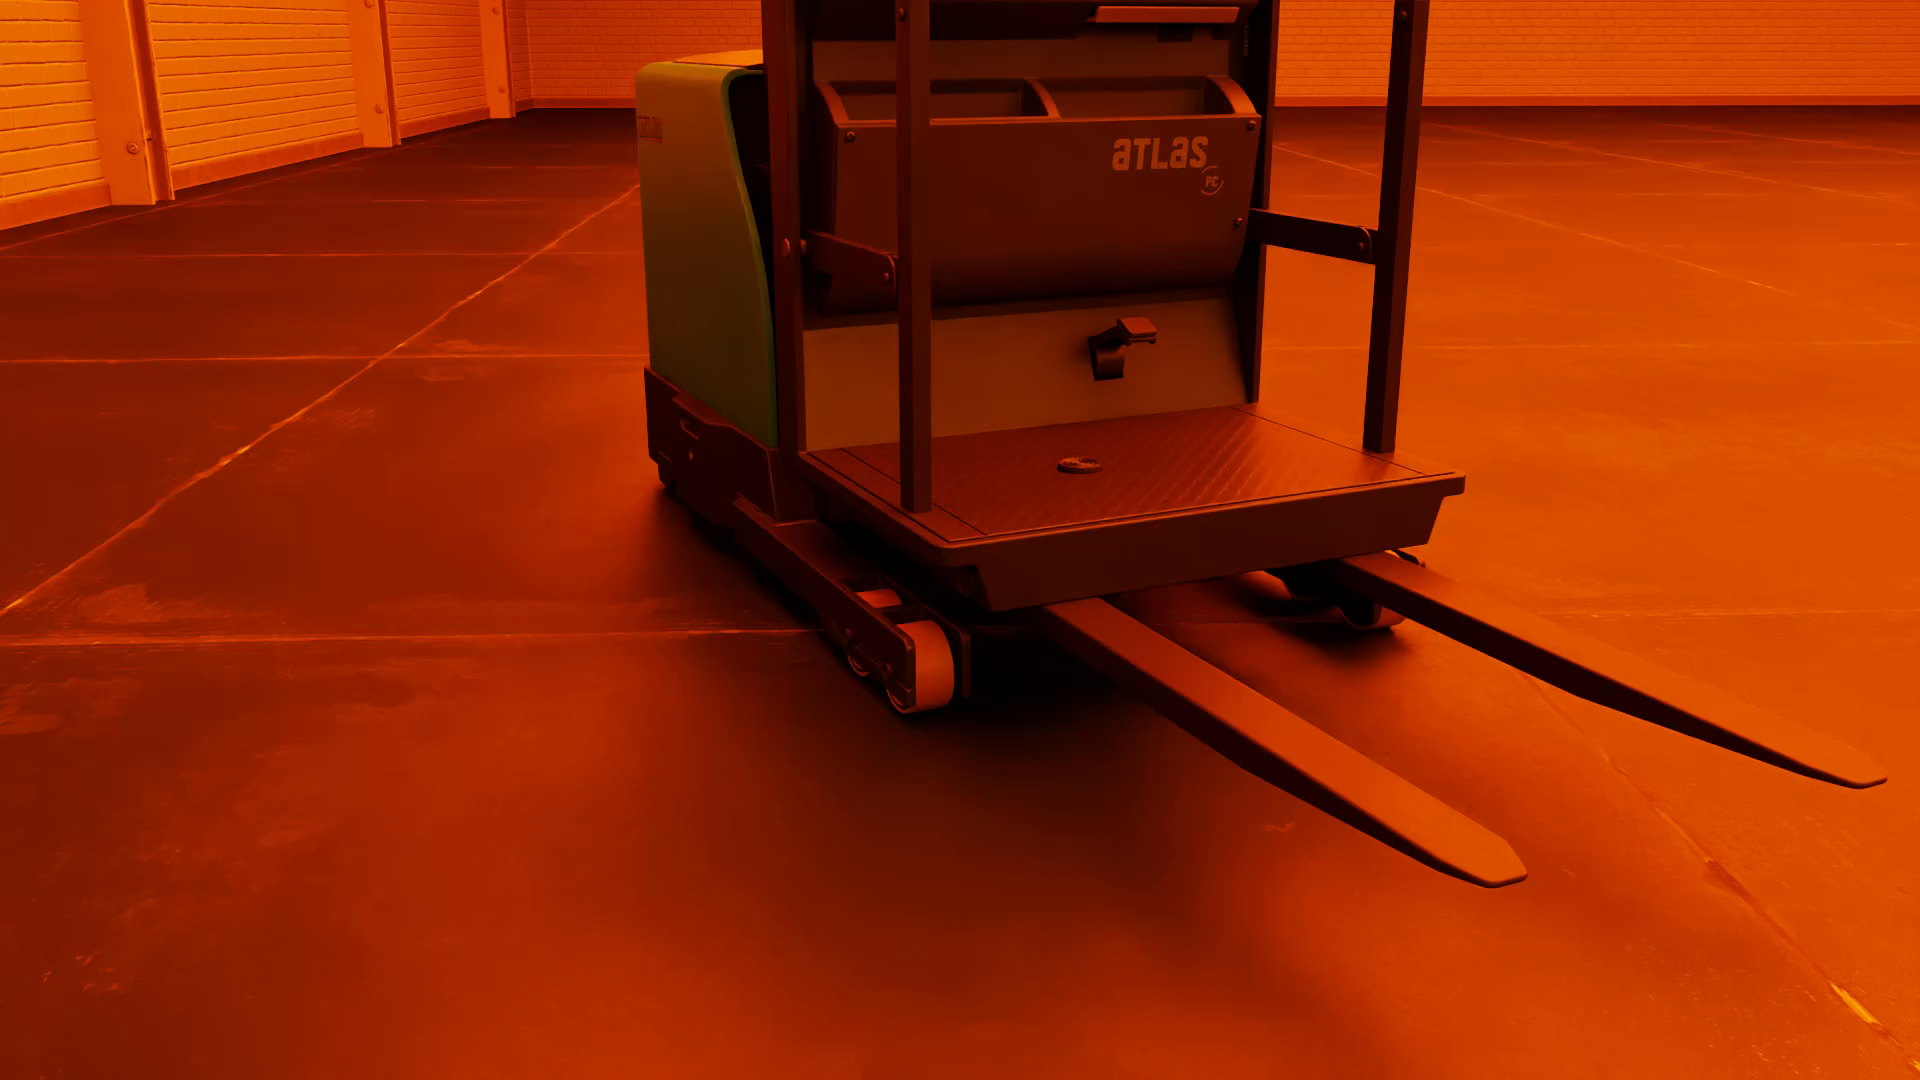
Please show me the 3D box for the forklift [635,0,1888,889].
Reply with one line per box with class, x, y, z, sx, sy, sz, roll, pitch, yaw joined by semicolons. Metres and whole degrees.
forklift;0.258;-1.240;2.962;1.130;2.935;3.031;-8;19;-24
